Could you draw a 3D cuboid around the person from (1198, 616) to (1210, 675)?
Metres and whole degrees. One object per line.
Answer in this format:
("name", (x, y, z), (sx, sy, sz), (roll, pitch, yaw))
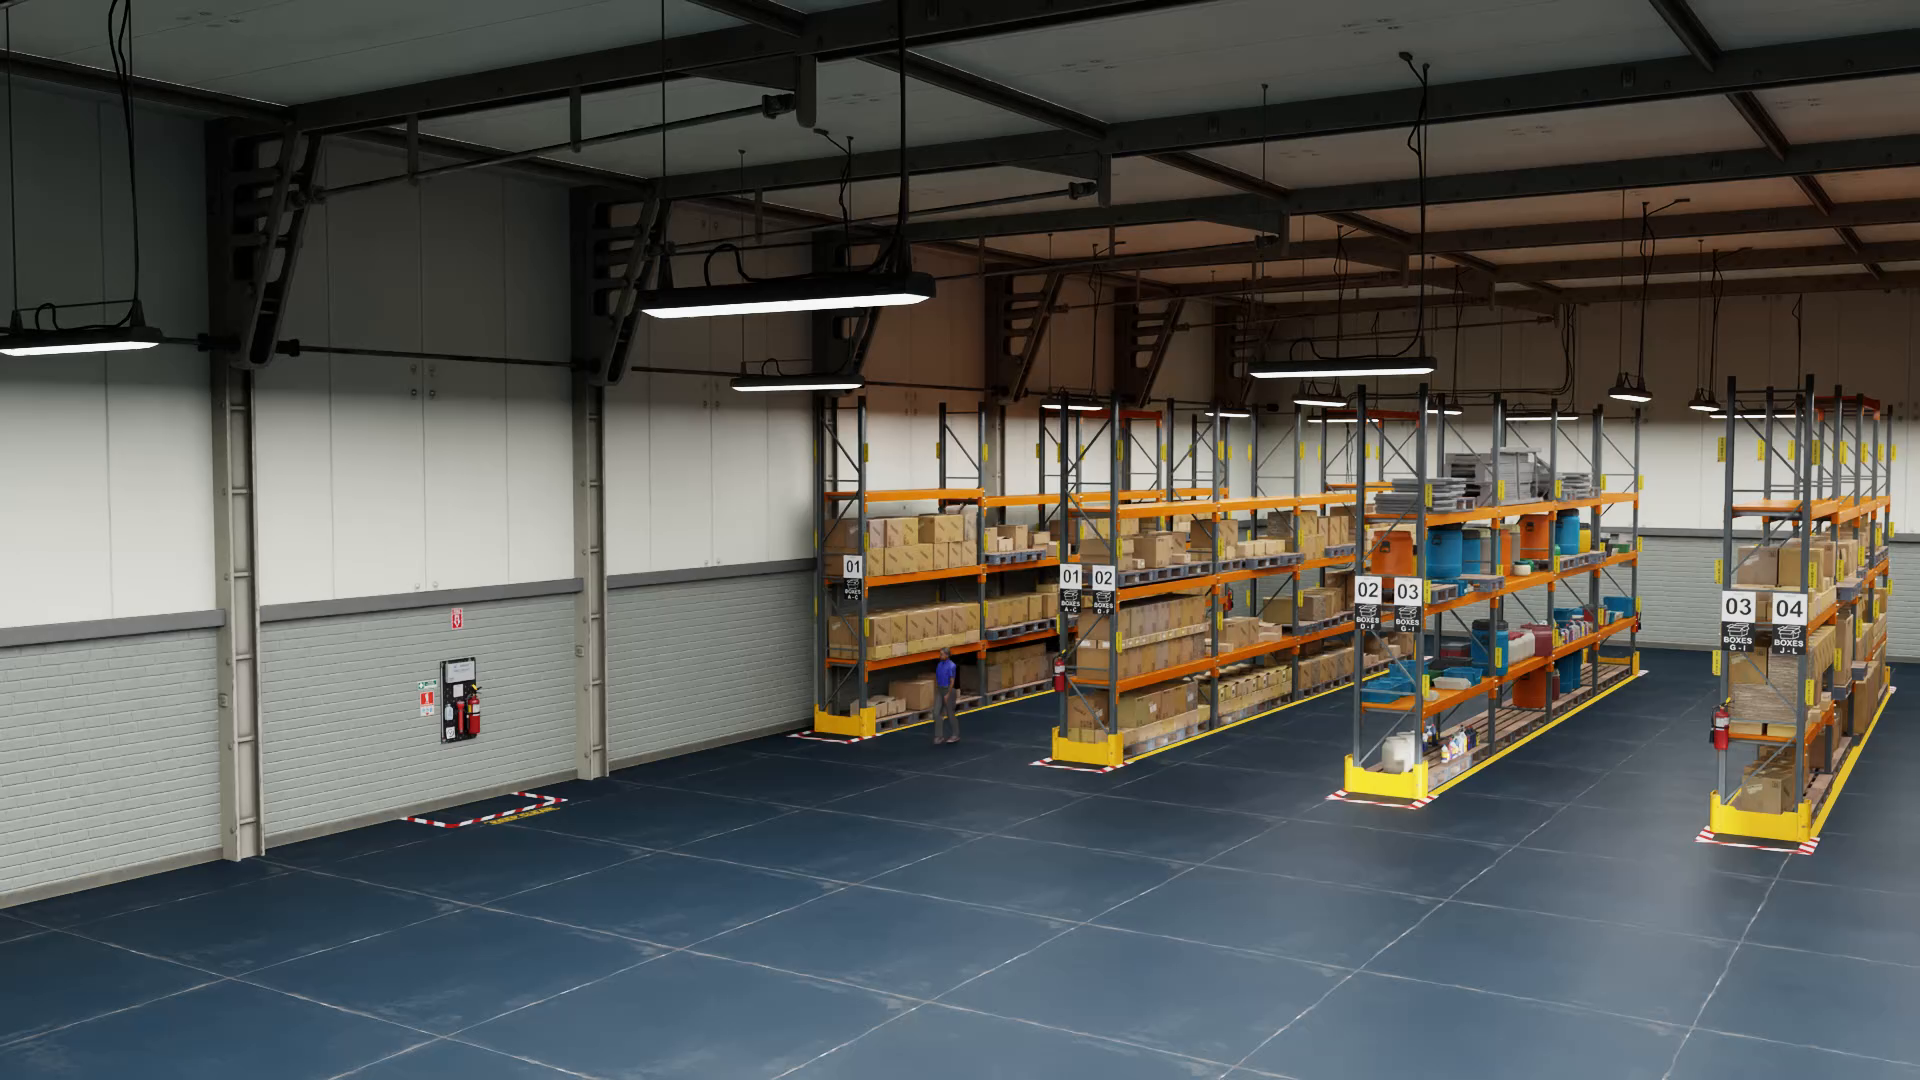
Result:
("person", (5.122, 2.338, 34.758), (0.704, 1.688, 0.728), (3, 4, 42))

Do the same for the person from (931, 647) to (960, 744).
("person", (-0.240, 2.743, 28.648), (0.521, 1.621, 0.502), (-2, 4, -38))
